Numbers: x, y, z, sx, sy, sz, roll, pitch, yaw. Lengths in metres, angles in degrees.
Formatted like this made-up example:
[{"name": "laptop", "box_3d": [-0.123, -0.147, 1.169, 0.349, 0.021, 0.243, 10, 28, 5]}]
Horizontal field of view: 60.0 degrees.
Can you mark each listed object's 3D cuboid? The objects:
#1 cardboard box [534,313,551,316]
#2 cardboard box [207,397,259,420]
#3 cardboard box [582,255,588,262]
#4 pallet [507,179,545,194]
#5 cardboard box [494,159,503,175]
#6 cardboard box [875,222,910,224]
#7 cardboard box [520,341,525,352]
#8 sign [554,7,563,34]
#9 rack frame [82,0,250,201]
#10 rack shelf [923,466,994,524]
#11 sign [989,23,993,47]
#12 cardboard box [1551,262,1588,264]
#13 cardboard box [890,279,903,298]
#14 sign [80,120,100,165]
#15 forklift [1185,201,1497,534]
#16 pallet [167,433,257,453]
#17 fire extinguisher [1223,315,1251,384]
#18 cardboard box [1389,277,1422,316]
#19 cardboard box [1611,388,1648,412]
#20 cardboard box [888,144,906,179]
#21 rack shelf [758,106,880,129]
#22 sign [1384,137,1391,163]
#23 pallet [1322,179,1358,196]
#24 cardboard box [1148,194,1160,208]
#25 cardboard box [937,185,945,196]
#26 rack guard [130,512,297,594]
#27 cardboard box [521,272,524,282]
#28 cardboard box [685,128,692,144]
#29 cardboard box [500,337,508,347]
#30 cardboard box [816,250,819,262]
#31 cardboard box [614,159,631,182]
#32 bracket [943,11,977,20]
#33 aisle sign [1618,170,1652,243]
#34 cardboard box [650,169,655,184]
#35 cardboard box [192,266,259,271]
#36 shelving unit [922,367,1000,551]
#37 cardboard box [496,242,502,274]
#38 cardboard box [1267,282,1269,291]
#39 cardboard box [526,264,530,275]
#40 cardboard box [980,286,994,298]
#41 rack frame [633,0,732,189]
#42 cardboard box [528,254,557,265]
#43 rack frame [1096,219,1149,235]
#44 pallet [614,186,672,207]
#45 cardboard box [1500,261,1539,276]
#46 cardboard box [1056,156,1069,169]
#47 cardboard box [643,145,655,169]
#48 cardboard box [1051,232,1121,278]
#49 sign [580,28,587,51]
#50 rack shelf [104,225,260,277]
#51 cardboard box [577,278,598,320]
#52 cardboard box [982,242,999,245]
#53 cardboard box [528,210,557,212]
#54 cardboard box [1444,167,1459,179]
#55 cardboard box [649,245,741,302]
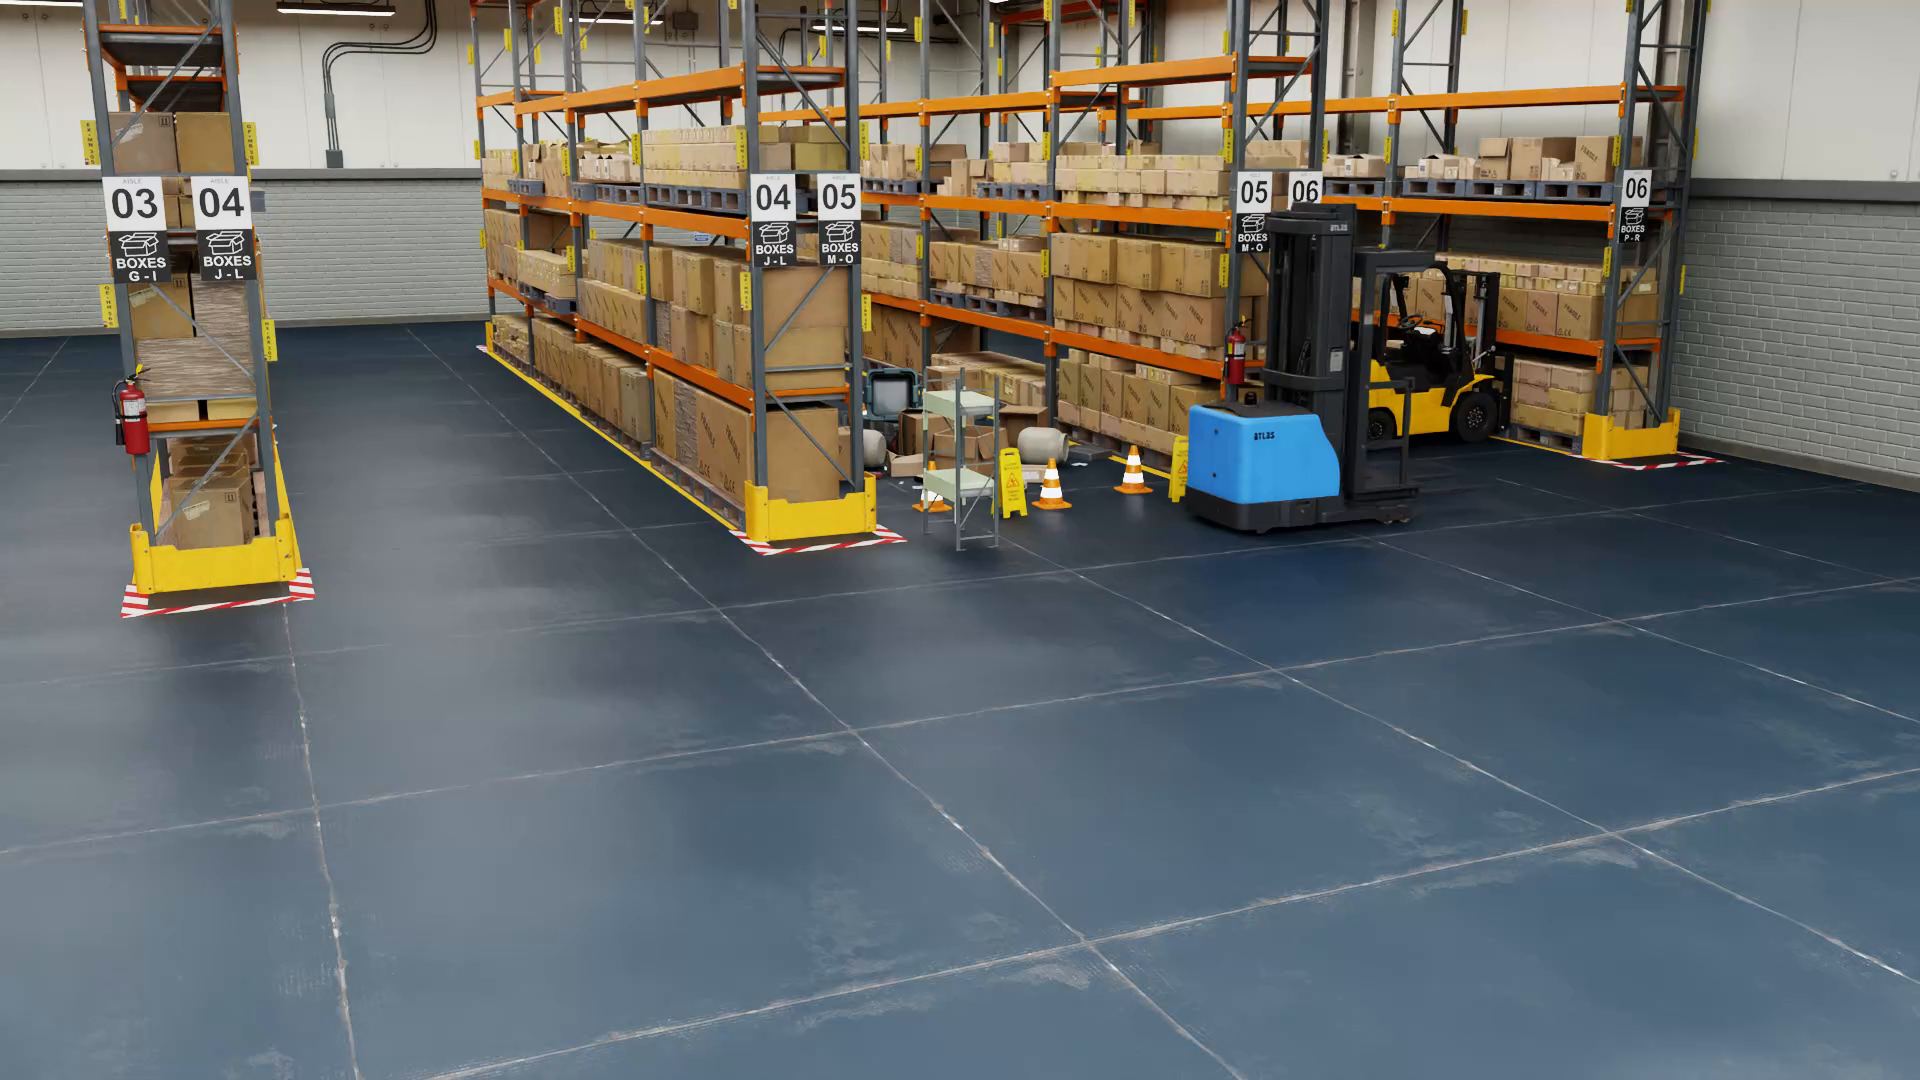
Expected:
[{"name": "cardboard box", "box_3d": [-7.324, -3.856, 28.951, 0.380, 0.149, 0.250, -5, 14, -22]}, {"name": "cardboard box", "box_3d": [-5.840, -1.063, 13.366, 0.380, 0.149, 0.250, -6, 14, -23]}, {"name": "cardboard box", "box_3d": [-5.196, -3.993, 23.775, 0.380, 0.149, 0.250, -6, 14, -24]}, {"name": "pallet", "box_3d": [-6.017, -5.244, 24.638, 1.213, 0.211, 1.003, -6, 14, -23]}, {"name": "cardboard box", "box_3d": [-7.225, -6.037, 26.875, 0.500, 0.250, 0.500, -6, 14, -25]}, {"name": "cardboard box", "box_3d": [-1.048, -4.839, 26.686, 0.500, 0.500, 0.500, -5, 14, -22]}, {"name": "cardboard box", "box_3d": [-6.704, -3.063, 26.182, 0.380, 0.149, 0.250, -6, 14, -26]}, {"name": "sign", "box_3d": [-5.057, -6.550, 20.966, 0.100, 0.325, 0.005, -6, 14, -23]}, {"name": "rack frame", "box_3d": [-5.945, -4.027, 12.313, 1.000, 3.000, 0.127, -6, 14, -23]}, {"name": "rack shelf", "box_3d": [0.003, -0.412, 14.768, 0.431, 0.370, 0.720, -6, 14, -23]}, {"name": "sign", "box_3d": [0.424, -7.120, 23.428, 0.100, 0.325, 0.005, -6, 14, -23]}, {"name": "cardboard box", "box_3d": [7.337, -3.262, 19.992, 0.380, 0.149, 0.250, -5, 14, -21]}, {"name": "cardboard box", "box_3d": [-0.729, -3.765, 24.816, 0.500, 0.250, 0.500, -5, 14, -22]}, {"name": "sign", "box_3d": [-6.461, -2.951, 12.353, 0.100, 0.325, 0.005, -6, 14, -23]}, {"name": "forklift", "box_3d": [3.700, -1.680, 15.628, 3.031, 2.935, 1.130, -5, 14, -22]}, {"name": "pallet", "box_3d": [-8.353, -0.986, 18.660, 1.003, 0.211, 1.213, -6, 14, -23]}, {"name": "fire extinguisher", "box_3d": [2.759, -1.897, 16.584, 0.296, 0.674, 0.183, -6, 14, -23]}, {"name": "cardboard box", "box_3d": [6.018, -3.209, 21.859, 0.500, 0.500, 0.500, -6, 14, -25]}, {"name": "cardboard box", "box_3d": [7.684, -1.673, 19.505, 0.500, 0.250, 0.500, -5, 14, -22]}, {"name": "cardboard box", "box_3d": [-0.640, -5.555, 24.411, 0.700, 0.500, 0.500, -6, 15, -26]}, {"name": "rack shelf", "box_3d": [-2.472, -7.269, 28.804, 1.077, 0.370, 4.000, -6, 14, -23]}, {"name": "sign", "box_3d": [5.587, -5.091, 21.716, 0.100, 0.325, 0.005, -6, 14, -23]}, {"name": "pallet", "box_3d": [5.282, -5.108, 24.054, 1.003, 0.211, 1.213, -5, 14, -20]}, {"name": "cardboard box", "box_3d": [2.249, -3.654, 17.911, 0.380, 0.149, 0.250, -6, 14, -25]}, {"name": "cardboard box", "box_3d": [-0.099, -4.911, 23.341, 0.380, 0.149, 0.250, -6, 14, -23]}, {"name": "rack guard", "box_3d": [-5.975, 0.098, 13.340, 1.175, 0.500, 0.348, -6, 14, -23]}, {"name": "cardboard box", "box_3d": [-6.314, -3.913, 24.752, 0.380, 0.149, 0.250, -5, 14, -22]}, {"name": "cardboard box", "box_3d": [-2.416, -3.866, 15.907, 0.380, 0.149, 0.250, -6, 14, -23]}, {"name": "cardboard box", "box_3d": [-7.564, -3.356, 28.108, 0.380, 0.149, 0.250, -5, 14, -22]}, {"name": "cardboard box", "box_3d": [-2.091, -4.600, 27.872, 0.500, 0.500, 0.500, -5, 14, -22]}, {"name": "cardboard box", "box_3d": [-3.658, -4.235, 19.042, 0.500, 0.250, 0.500, -6, 14, -23]}, {"name": "bracket", "box_3d": [-0.592, -11.700, 37.483, 0.076, 0.066, 5.218, -6, 14, -23]}, {"name": "aisle sign", "box_3d": [7.439, -3.675, 18.331, 0.394, 0.787, 0.004, -6, 14, -23]}, {"name": "cardboard box", "box_3d": [-3.022, -3.791, 17.349, 0.380, 0.149, 0.250, -6, 14, -23]}, {"name": "cardboard box", "box_3d": [-6.109, -2.027, 13.879, 0.500, 0.500, 0.500, -6, 14, -23]}, {"name": "shelving unit", "box_3d": [0.003, -0.729, 14.695, 0.431, 1.500, 0.755, -6, 14, -23]}, {"name": "cardboard box", "box_3d": [-7.420, -4.703, 27.655, 0.500, 0.500, 0.500, -5, 14, -22]}, {"name": "cardboard box", "box_3d": [4.841, -3.705, 24.557, 0.500, 0.250, 0.500, -6, 14, -25]}, {"name": "cardboard box", "box_3d": [-6.116, -3.955, 24.271, 0.380, 0.149, 0.250, -6, 14, -25]}, {"name": "cardboard box", "box_3d": [0.494, -3.312, 22.155, 0.380, 0.149, 0.250, -5, 14, -21]}, {"name": "rack frame", "box_3d": [-2.962, -5.281, 17.730, 1.000, 3.000, 0.127, -6, 14, -23]}, {"name": "cardboard box", "box_3d": [-6.012, -4.045, 24.002, 0.380, 0.149, 0.250, -6, 14, -23]}, {"name": "rack frame", "box_3d": [2.875, -4.928, 29.510, 1.000, 3.000, 0.127, -6, 14, -23]}, {"name": "pallet", "box_3d": [-3.374, -3.911, 18.889, 0.805, 0.209, 1.217, -6, 14, -25]}, {"name": "cardboard box", "box_3d": [6.742, -3.268, 20.018, 0.380, 0.149, 0.250, -5, 14, -22]}, {"name": "cardboard box", "box_3d": [1.360, -4.459, 19.620, 0.380, 0.149, 0.250, -6, 14, -24]}, {"name": "cardboard box", "box_3d": [-3.022, -4.018, 17.447, 0.500, 0.250, 0.500, -6, 14, -23]}, {"name": "cardboard box", "box_3d": [1.511, -3.396, 19.793, 0.700, 0.500, 0.500, -6, 14, -24]}, {"name": "sign", "box_3d": [-5.660, -7.517, 24.969, 0.100, 0.325, 0.005, -6, 14, -23]}, {"name": "rack shelf", "box_3d": [-6.746, -2.629, 14.518, 1.077, 0.370, 4.000, -6, 14, -23]}, {"name": "cardboard box", "box_3d": [-4.632, -3.116, 21.459, 0.500, 0.500, 0.500, -5, 14, -22]}, {"name": "cardboard box", "box_3d": [0.585, -3.876, 23.152, 0.500, 0.500, 0.500, -6, 14, -24]}, {"name": "cardboard box", "box_3d": [-6.938, -5.235, 27.736, 0.500, 0.500, 0.500, -5, 14, -20]}, {"name": "cardboard box", "box_3d": [6.289, -4.589, 20.795, 0.380, 0.149, 0.250, -5, 14, -21]}, {"name": "cardboard box", "box_3d": [-2.845, -2.878, 17.925, 0.875, 0.550, 0.550, -6, 14, -23]}]
